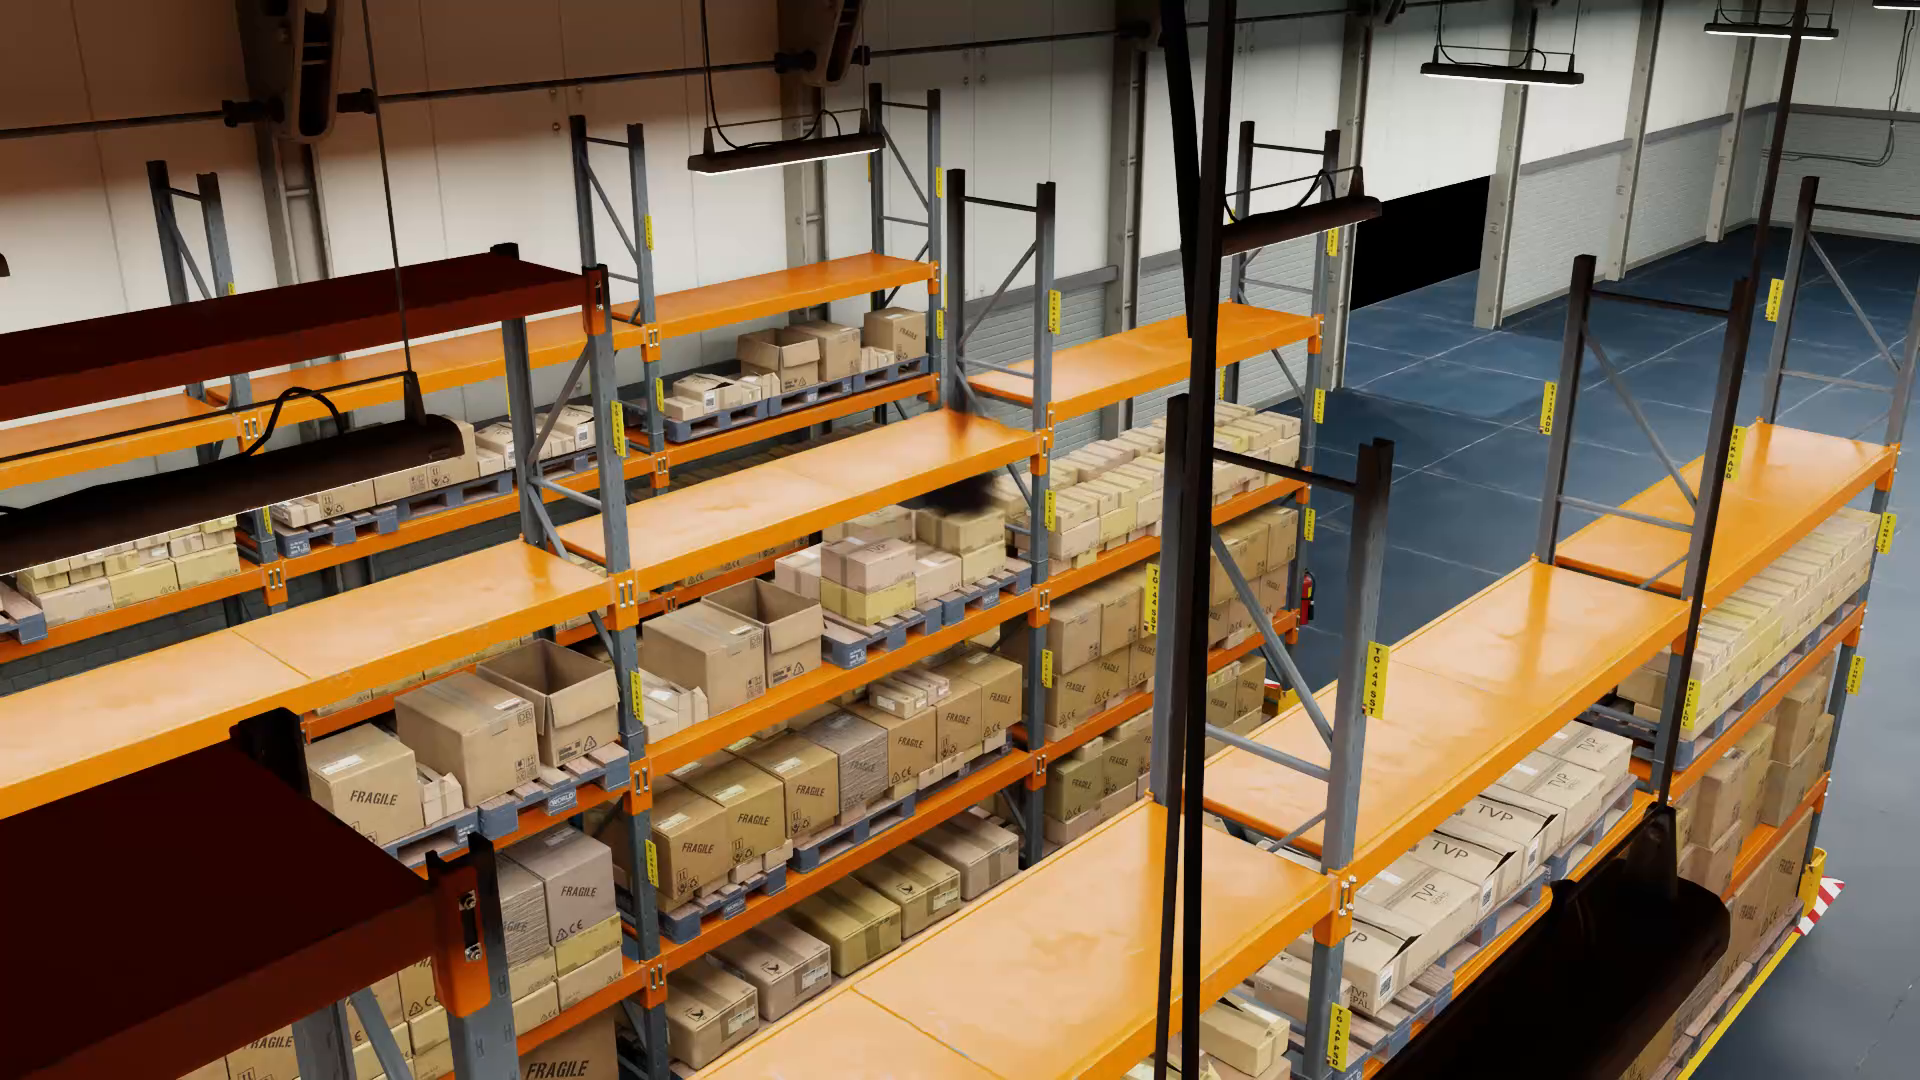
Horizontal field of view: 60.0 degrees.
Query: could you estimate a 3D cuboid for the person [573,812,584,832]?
[{"bbox_3d":[-3.243,2.264,14.153,0.534,1.468,0.904,12,24,28],"label":"person"}]
